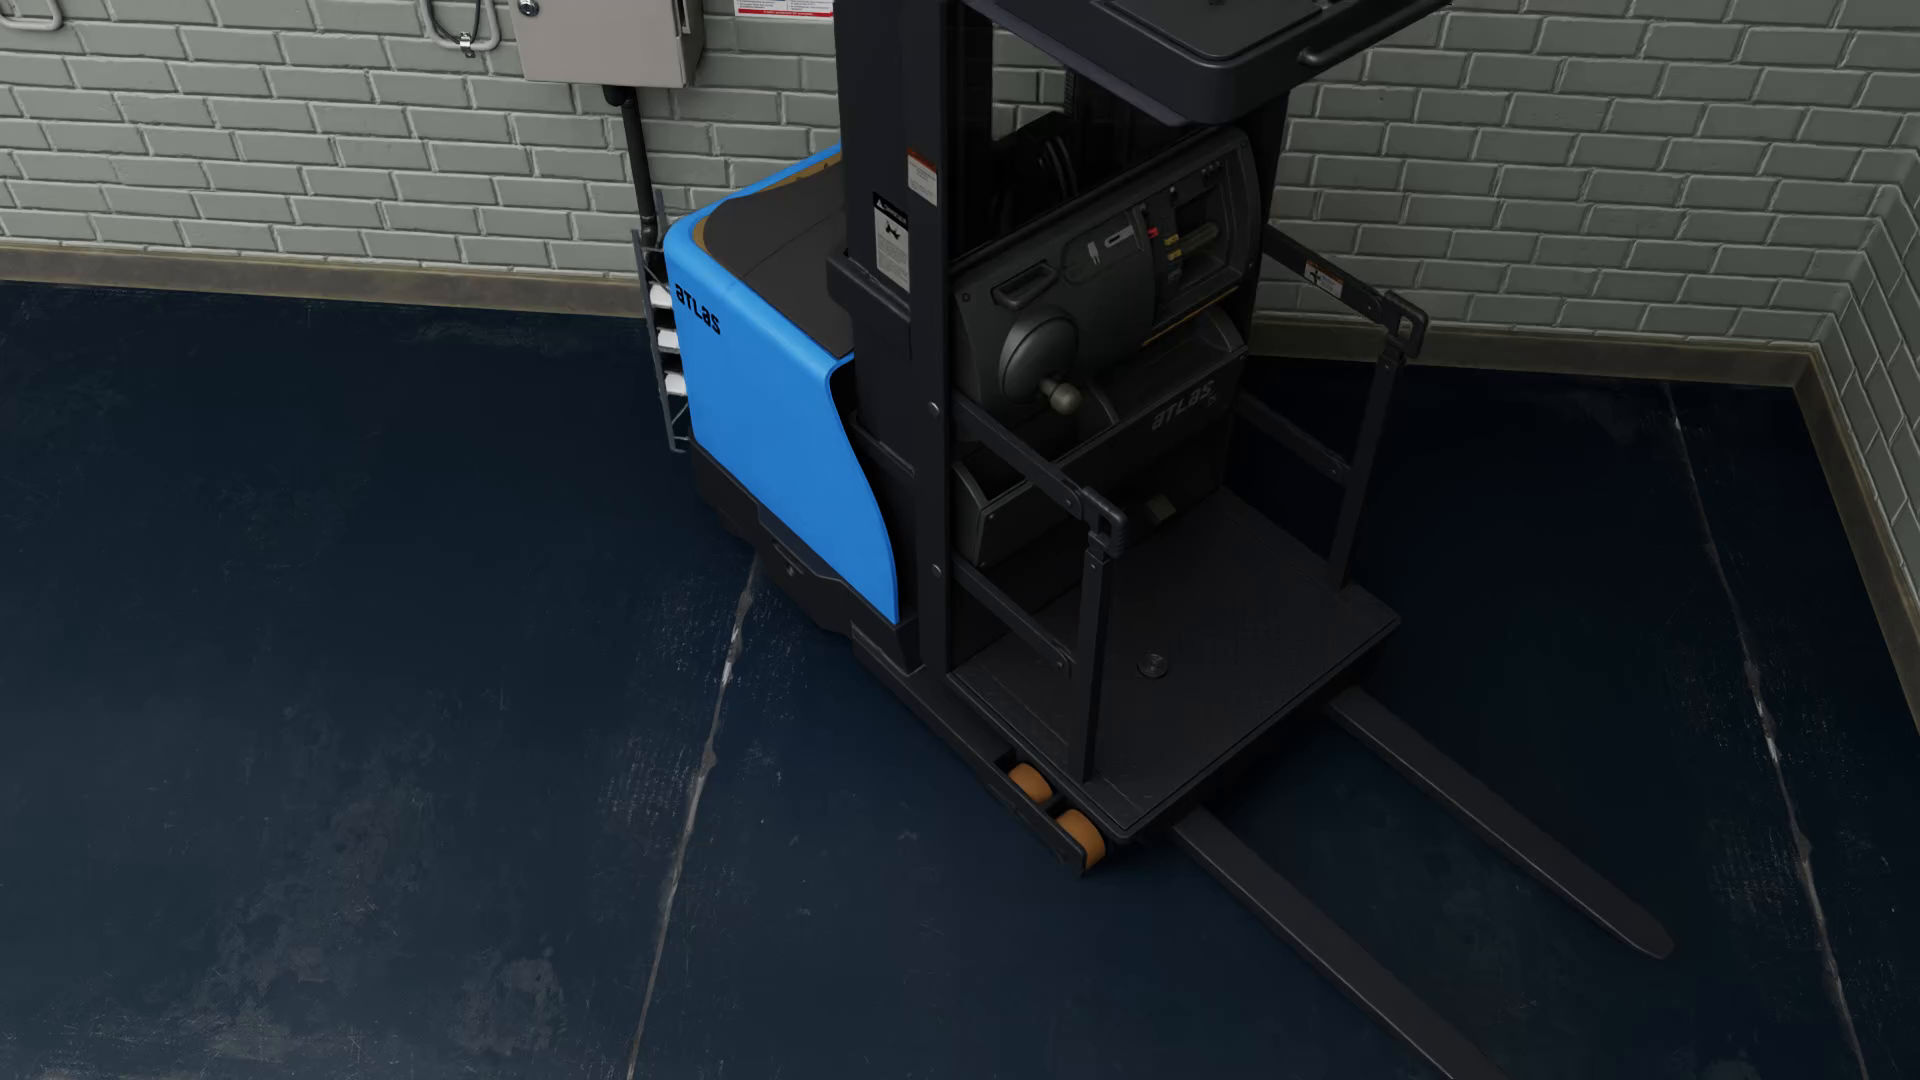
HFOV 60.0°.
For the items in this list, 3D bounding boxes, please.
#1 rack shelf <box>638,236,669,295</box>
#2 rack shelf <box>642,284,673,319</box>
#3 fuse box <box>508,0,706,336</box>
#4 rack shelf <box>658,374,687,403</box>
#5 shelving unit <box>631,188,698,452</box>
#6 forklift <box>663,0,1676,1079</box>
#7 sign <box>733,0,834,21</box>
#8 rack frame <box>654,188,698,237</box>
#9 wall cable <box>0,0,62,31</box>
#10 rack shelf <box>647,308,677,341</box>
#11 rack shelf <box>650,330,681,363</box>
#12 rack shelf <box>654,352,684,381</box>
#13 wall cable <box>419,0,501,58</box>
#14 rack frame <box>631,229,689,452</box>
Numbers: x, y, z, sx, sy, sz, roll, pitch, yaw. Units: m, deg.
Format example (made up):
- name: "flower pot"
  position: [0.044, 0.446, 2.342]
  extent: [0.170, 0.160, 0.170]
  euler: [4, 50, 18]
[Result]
- name: "rack shelf"
  position: [-0.823, -0.818, 5.068]
  extent: [0.258, 0.077, 0.200]
  euler: [9, 48, 8]
- name: "rack shelf"
  position: [-0.823, -0.757, 5.134]
  extent: [0.258, 0.077, 0.200]
  euler: [9, 48, 8]
- name: "fuse box"
  position: [-1.035, -1.235, 5.220]
  extent: [0.539, 1.711, 0.414]
  euler: [4, 48, 4]
- name: "rack shelf"
  position: [-0.823, -0.514, 5.400]
  extent: [0.258, 0.077, 0.200]
  euler: [9, 48, 8]
- name: "shelving unit"
  position: [-0.823, -0.658, 5.242]
  extent: [0.258, 0.900, 0.210]
  euler: [9, 48, 8]
- name: "forklift"
  position: [0.503, -0.535, 3.753]
  extent: [1.130, 2.935, 3.031]
  euler: [-32, 55, -26]
- name: "sign"
  position: [-0.524, -1.757, 4.888]
  extent: [0.329, 0.494, 0.001]
  euler: [4, 48, 4]
- name: "rack frame"
  position: [-0.800, -0.732, 5.309]
  extent: [0.240, 0.900, 0.006]
  euler: [9, 48, 8]
- name: "wall cable"
  position: [-3.113, -2.272, 4.585]
  extent: [0.585, 1.953, 0.123]
  euler: [4, 48, 4]
- name: "rack shelf"
  position: [-0.823, -0.697, 5.201]
  extent: [0.258, 0.077, 0.200]
  euler: [9, 48, 8]
- name: "rack shelf"
  position: [-0.823, -0.636, 5.267]
  extent: [0.258, 0.077, 0.200]
  euler: [9, 48, 8]
- name: "rack shelf"
  position: [-0.823, -0.575, 5.333]
  extent: [0.258, 0.077, 0.200]
  euler: [9, 48, 8]
- name: "wall cable"
  position: [-1.700, -2.174, 4.517]
  extent: [0.588, 1.984, 0.122]
  euler: [4, 48, 4]
- name: "rack frame"
  position: [-0.845, -0.585, 5.175]
  extent: [0.240, 0.900, 0.006]
  euler: [9, 48, 8]
